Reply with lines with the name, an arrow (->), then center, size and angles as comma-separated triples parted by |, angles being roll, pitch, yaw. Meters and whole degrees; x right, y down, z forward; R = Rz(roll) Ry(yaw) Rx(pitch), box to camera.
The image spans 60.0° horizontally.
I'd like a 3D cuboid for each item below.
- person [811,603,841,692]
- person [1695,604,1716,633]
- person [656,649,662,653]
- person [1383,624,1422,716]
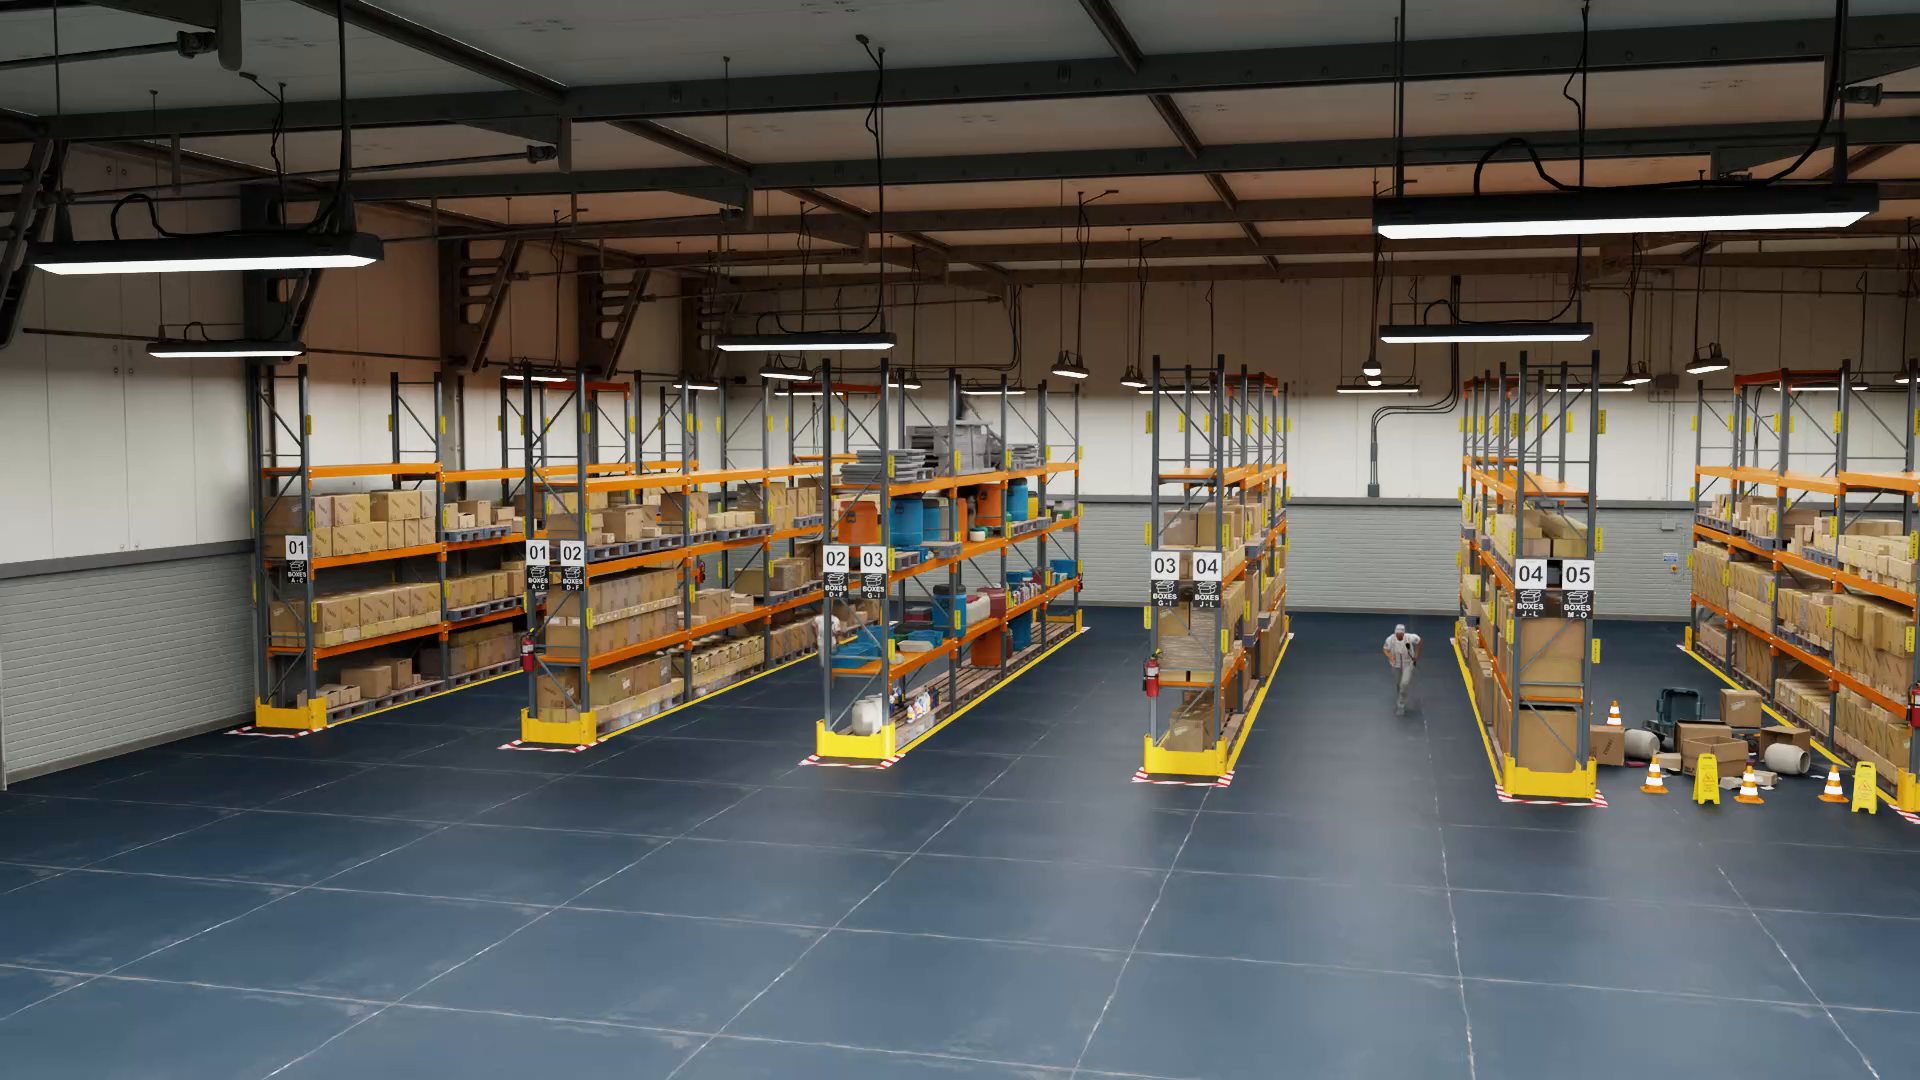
person -> -2.517, 2.020, 31.314 | 0.576, 1.734, 0.778 | 0, 4, -2
person -> 17.174, 1.525, 38.260 | 0.710, 1.743, 0.577 | 0, 4, 5
person -> -6.231, 1.838, 34.252 | 0.581, 1.694, 0.750 | 1, 4, 20
person -> 7.726, 2.241, 29.035 | 0.647, 1.622, 1.036 | 1, 4, 19
